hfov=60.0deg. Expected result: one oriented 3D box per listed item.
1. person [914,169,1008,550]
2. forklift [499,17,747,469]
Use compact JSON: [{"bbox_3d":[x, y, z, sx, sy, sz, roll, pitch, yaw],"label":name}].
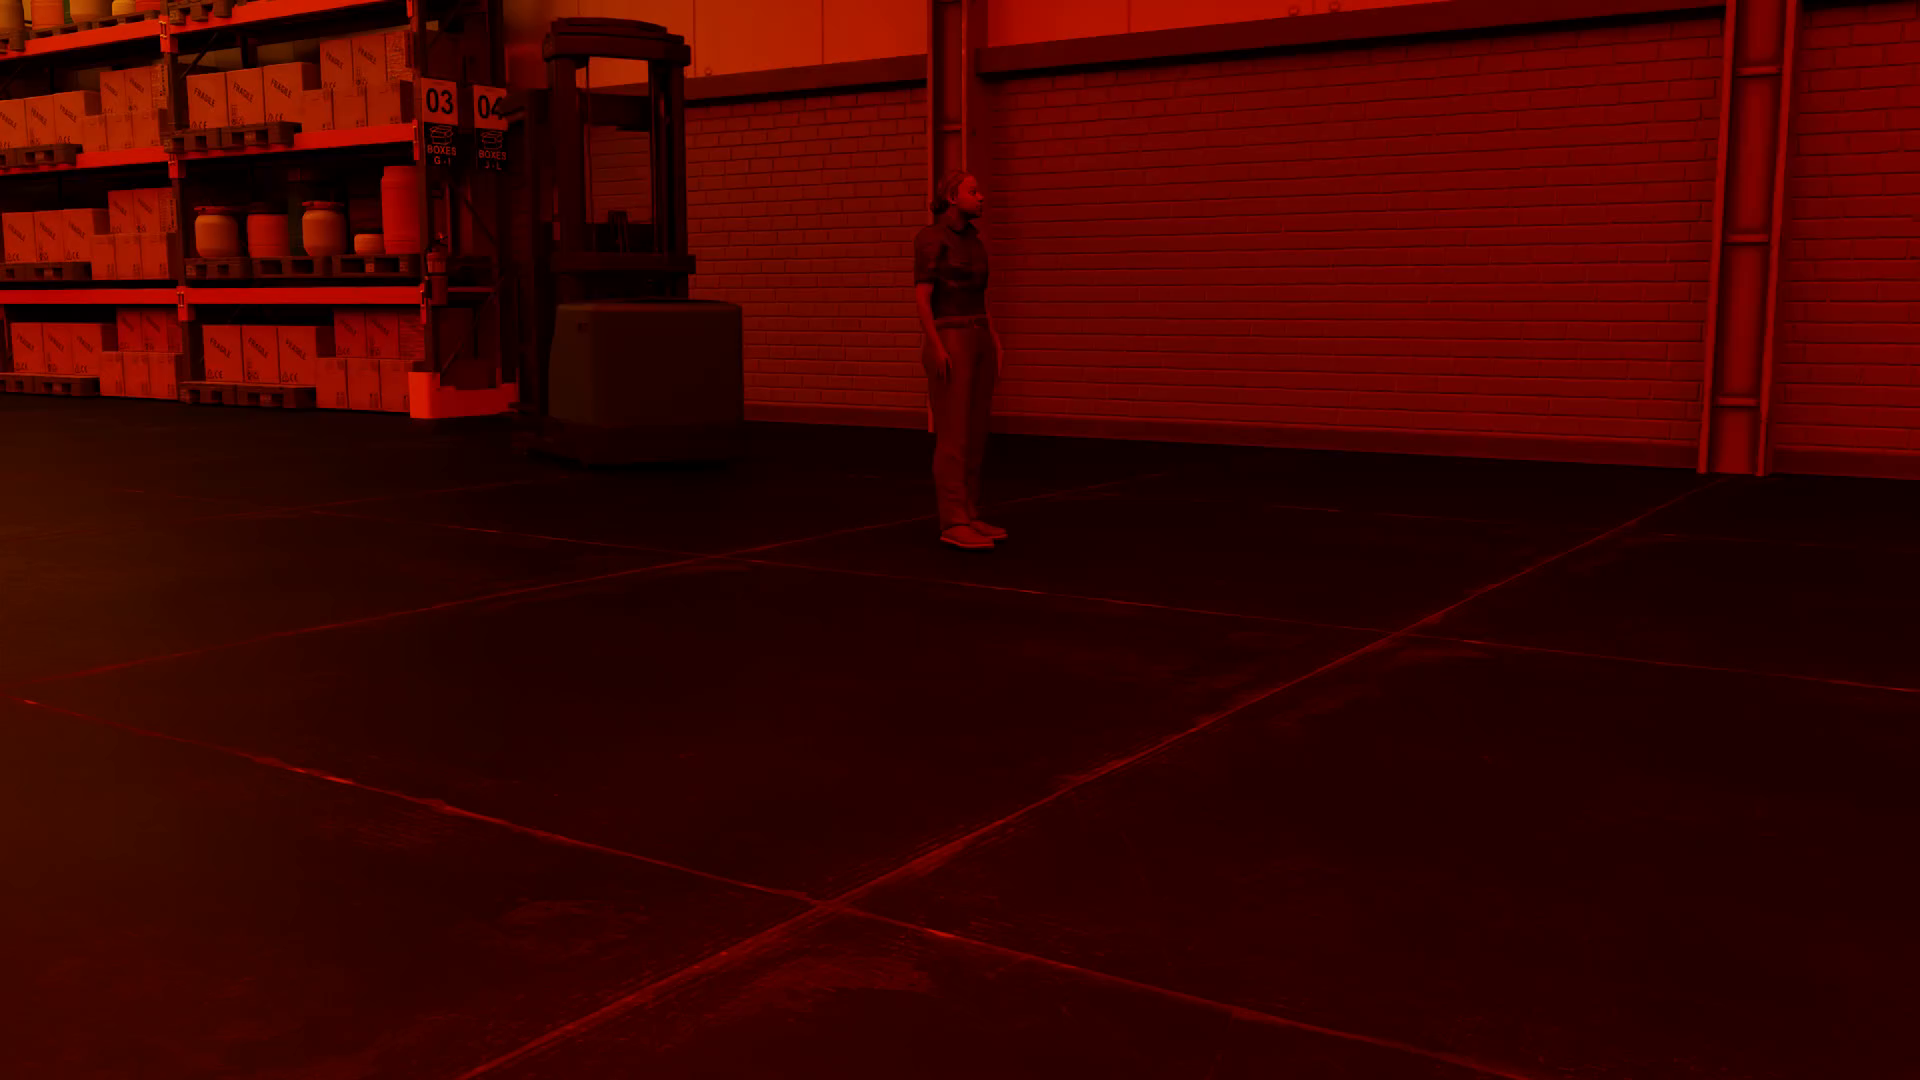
[{"bbox_3d":[0.062,-0.811,7.422,0.503,1.644,0.569,5,10,34],"label":"person"},{"bbox_3d":[-2.571,-2.072,11.764,1.130,2.935,3.031,-5,9,-29],"label":"forklift"}]
